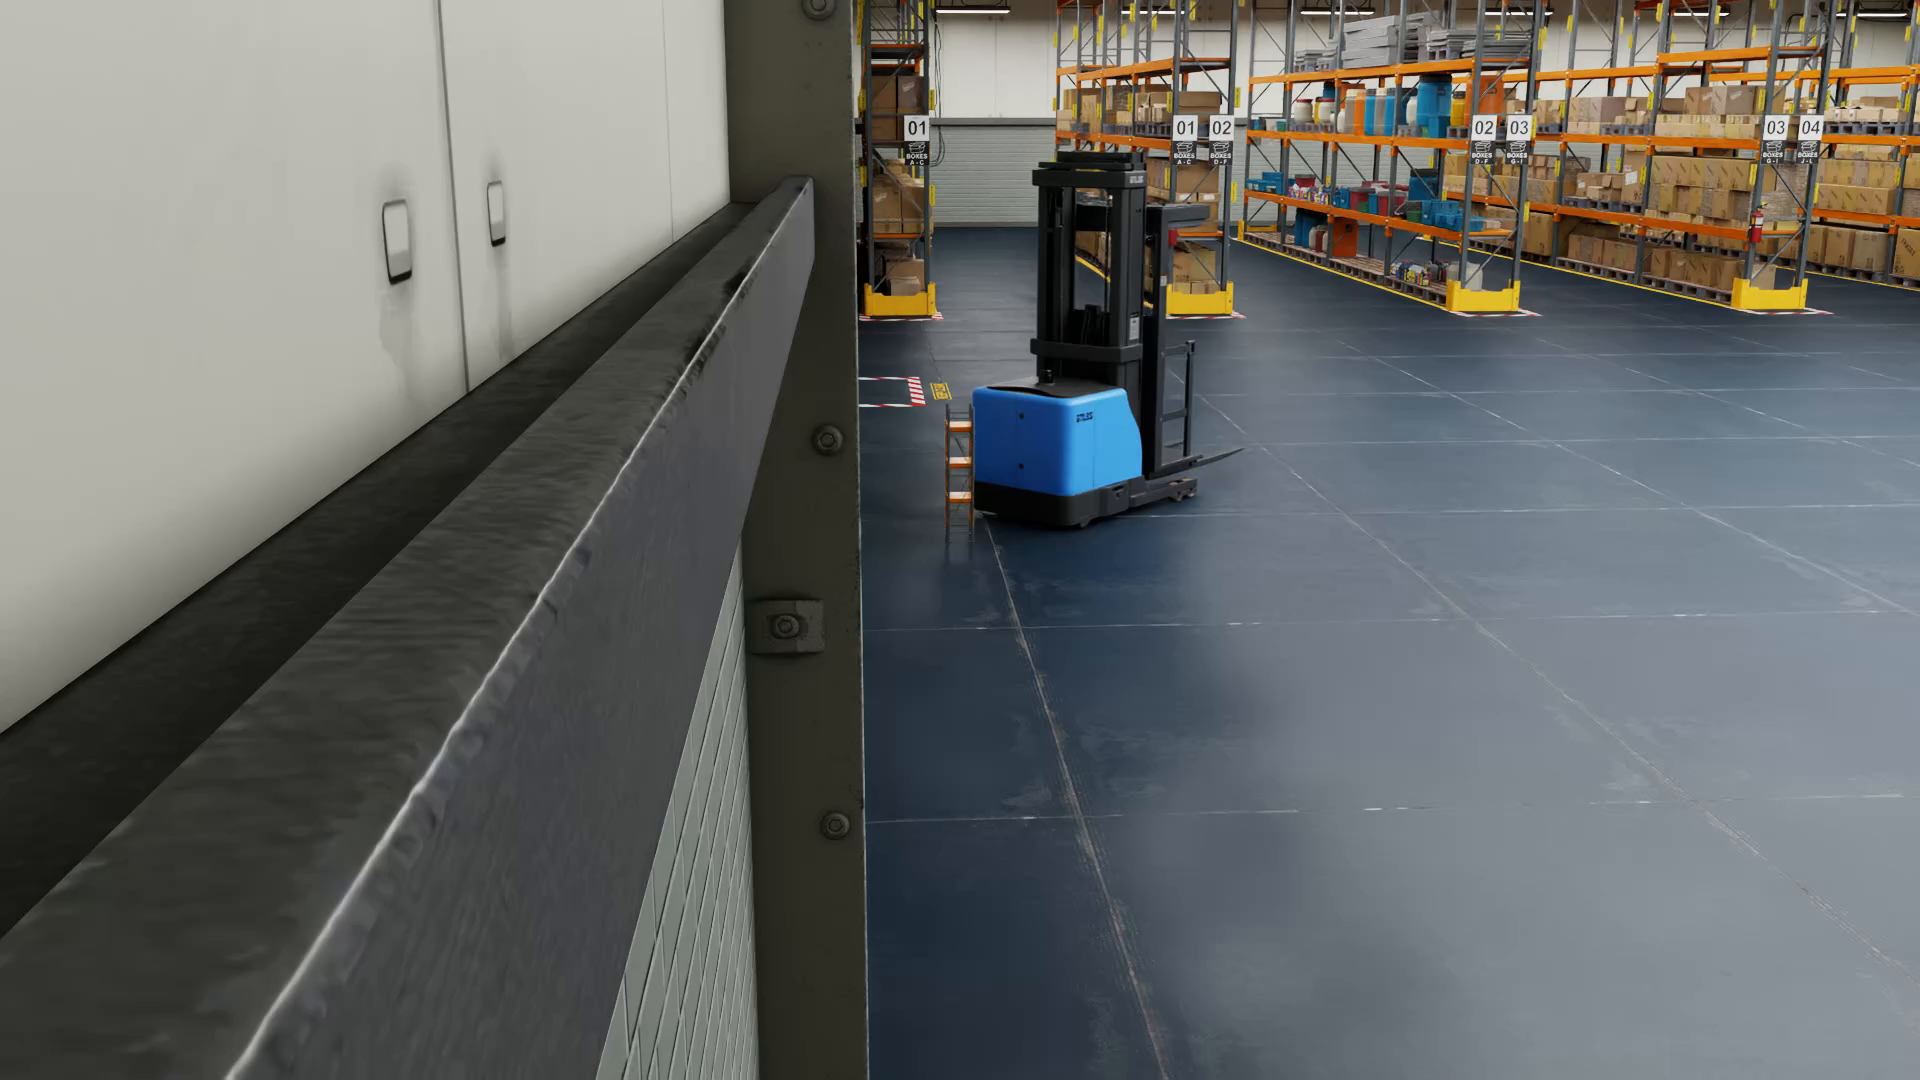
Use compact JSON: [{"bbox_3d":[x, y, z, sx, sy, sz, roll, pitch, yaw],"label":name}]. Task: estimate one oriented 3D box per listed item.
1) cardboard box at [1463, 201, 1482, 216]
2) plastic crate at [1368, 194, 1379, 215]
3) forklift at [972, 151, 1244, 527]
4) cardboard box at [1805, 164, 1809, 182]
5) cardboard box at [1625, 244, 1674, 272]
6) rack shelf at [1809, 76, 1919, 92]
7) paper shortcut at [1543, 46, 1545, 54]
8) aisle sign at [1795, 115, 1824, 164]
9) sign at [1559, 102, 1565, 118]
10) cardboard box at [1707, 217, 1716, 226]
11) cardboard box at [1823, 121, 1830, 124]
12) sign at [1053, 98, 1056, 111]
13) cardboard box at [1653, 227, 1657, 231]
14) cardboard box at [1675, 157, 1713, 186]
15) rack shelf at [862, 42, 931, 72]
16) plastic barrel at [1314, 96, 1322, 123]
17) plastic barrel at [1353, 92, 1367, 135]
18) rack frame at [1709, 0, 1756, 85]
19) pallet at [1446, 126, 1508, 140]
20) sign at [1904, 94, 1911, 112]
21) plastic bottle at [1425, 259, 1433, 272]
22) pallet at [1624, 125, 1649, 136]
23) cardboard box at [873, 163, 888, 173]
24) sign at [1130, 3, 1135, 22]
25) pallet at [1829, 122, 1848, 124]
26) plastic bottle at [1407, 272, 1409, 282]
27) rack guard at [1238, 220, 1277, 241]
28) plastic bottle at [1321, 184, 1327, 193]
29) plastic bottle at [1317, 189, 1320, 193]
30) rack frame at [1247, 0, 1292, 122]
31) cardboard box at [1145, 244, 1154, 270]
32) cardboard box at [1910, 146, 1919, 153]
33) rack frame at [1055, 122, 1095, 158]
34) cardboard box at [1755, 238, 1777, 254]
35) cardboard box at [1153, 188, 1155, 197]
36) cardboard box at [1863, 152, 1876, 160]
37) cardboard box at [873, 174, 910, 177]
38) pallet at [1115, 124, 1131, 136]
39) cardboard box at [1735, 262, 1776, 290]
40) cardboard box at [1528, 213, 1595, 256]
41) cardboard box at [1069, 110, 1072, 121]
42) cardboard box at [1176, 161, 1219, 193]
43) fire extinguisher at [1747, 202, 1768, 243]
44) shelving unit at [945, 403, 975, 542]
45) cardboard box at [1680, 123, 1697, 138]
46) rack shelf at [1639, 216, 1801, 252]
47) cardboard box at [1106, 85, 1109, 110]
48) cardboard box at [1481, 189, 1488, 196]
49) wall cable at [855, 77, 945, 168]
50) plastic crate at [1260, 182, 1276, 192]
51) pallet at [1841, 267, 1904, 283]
[{"bbox_3d":[13.073,-7.958,41.358,0.875,0.875,0.875,-1,14,-3],"label":"cardboard box"},{"bbox_3d":[8.263,-6.590,32.652,0.392,0.384,0.575,-1,14,-3],"label":"plastic crate"},{"bbox_3d":[1.415,-1.825,14.236,1.130,2.935,3.031,12,19,38],"label":"forklift"},{"bbox_3d":[18.312,-7.872,35.394,0.700,0.500,0.500,-1,14,-4],"label":"cardboard box"},{"bbox_3d":[13.569,-5.560,32.751,0.700,0.500,0.500,-2,15,-8],"label":"cardboard box"},{"bbox_3d":[22.857,-11.408,41.552,1.077,0.370,4.000,-1,14,-3],"label":"rack shelf"},{"bbox_3d":[12.732,-10.693,36.246,0.009,0.170,0.078,9,-17,-6],"label":"paper shortcut"},{"bbox_3d":[14.137,-6.658,27.667,0.394,0.787,0.004,-1,14,-3],"label":"aisle sign"},{"bbox_3d":[12.783,-9.135,35.293,0.100,0.325,0.005,-1,14,-3],"label":"sign"},{"bbox_3d":[13.516,-5.667,29.535,0.380,0.149,0.250,-1,14,-3],"label":"cardboard box"},{"bbox_3d":[18.525,-9.098,36.148,0.500,0.500,0.500,-1,14,-3],"label":"cardboard box"},{"bbox_3d":[2.413,-11.105,42.393,0.100,0.325,0.005,-1,14,-3],"label":"sign"},{"bbox_3d":[17.723,-7.881,41.917,0.380,0.149,0.250,0,14,-1],"label":"cardboard box"},{"bbox_3d":[13.423,-6.717,30.309,0.500,0.500,0.500,-1,14,-3],"label":"cardboard box"},{"bbox_3d":[-1.122,-8.233,28.417,1.077,0.370,4.000,-1,14,-3],"label":"rack shelf"},{"bbox_3d":[8.405,-9.841,38.016,0.600,0.588,0.600,0,14,0],"label":"plastic barrel"},{"bbox_3d":[8.269,-8.614,33.603,0.600,0.830,0.708,-1,14,-3],"label":"plastic barrel"},{"bbox_3d":[18.047,-11.351,39.085,1.000,3.000,0.127,-1,14,-3],"label":"rack frame"},{"bbox_3d":[8.936,-6.902,28.191,1.003,0.211,1.213,-1,14,-3],"label":"pallet"},{"bbox_3d":[18.001,-8.301,31.580,0.100,0.325,0.005,-1,14,-3],"label":"sign"},{"bbox_3d":[8.826,-5.101,31.264,0.144,0.351,0.185,-1,14,-3],"label":"plastic bottle"},{"bbox_3d":[13.654,-7.922,32.152,1.213,0.211,1.003,-1,14,-3],"label":"pallet"},{"bbox_3d":[-1.781,-7.844,35.152,0.500,0.250,0.500,0,14,-2],"label":"cardboard box"},{"bbox_3d":[3.157,-9.638,30.391,0.100,0.325,0.005,-1,14,-3],"label":"sign"},{"bbox_3d":[22.789,-10.768,43.014,1.003,0.211,1.213,-1,14,-3],"label":"pallet"},{"bbox_3d":[8.284,-4.861,30.634,0.097,0.201,0.097,0,14,0],"label":"plastic bottle"},{"bbox_3d":[7.884,-8.108,43.536,1.175,0.500,0.348,-1,14,-3],"label":"rack guard"},{"bbox_3d":[8.397,-8.022,38.285,0.144,0.351,0.185,-1,14,-3],"label":"plastic bottle"},{"bbox_3d":[8.005,-7.693,37.141,0.061,0.283,0.133,-1,14,-3],"label":"plastic bottle"},{"bbox_3d":[7.899,-12.218,42.454,1.000,3.000,0.127,-1,14,-3],"label":"rack frame"},{"bbox_3d":[3.509,-4.995,29.589,0.500,0.500,0.500,-1,14,-3],"label":"cardboard box"},{"bbox_3d":[23.220,-9.477,40.330,0.380,0.149,0.250,-1,14,-4],"label":"cardboard box"},{"bbox_3d":[2.954,-9.237,42.908,1.000,3.000,0.127,-1,14,-3],"label":"rack frame"},{"bbox_3d":[17.993,-6.604,36.845,0.500,0.500,0.500,-1,14,-4],"label":"cardboard box"},{"bbox_3d":[3.621,-6.160,29.447,0.380,0.149,0.250,-1,14,-4],"label":"cardboard box"},{"bbox_3d":[22.653,-9.319,41.020,0.500,0.500,0.500,-1,14,-4],"label":"cardboard box"},{"bbox_3d":[-1.393,-7.176,33.815,0.700,0.500,0.500,-2,15,-9],"label":"cardboard box"},{"bbox_3d":[3.654,-8.163,33.094,1.003,0.211,1.213,0,14,-1],"label":"pallet"},{"bbox_3d":[13.811,-4.558,28.897,0.500,0.500,0.500,2,15,7],"label":"cardboard box"},{"bbox_3d":[13.316,-6.746,36.647,1.225,0.875,0.875,-2,15,-6],"label":"cardboard box"},{"bbox_3d":[2.874,-10.106,39.561,0.500,0.250,0.500,-1,14,-3],"label":"cardboard box"},{"bbox_3d":[3.926,-6.064,27.772,0.700,0.500,0.500,-1,14,-3],"label":"cardboard box"},{"bbox_3d":[13.380,-5.337,27.905,0.296,0.674,0.183,-1,14,-3],"label":"fire extinguisher"},{"bbox_3d":[-0.003,-0.522,12.947,0.215,1.050,0.252,-1,14,-3],"label":"shelving unit"},{"bbox_3d":[13.416,-7.414,30.102,0.500,0.250,0.500,-1,15,-6],"label":"cardboard box"},{"bbox_3d":[13.709,-5.559,30.056,1.077,0.370,4.000,-1,14,-3],"label":"rack shelf"},{"bbox_3d":[3.398,-9.468,35.579,0.500,0.500,0.500,-1,14,-3],"label":"cardboard box"},{"bbox_3d":[12.744,-8.344,39.939,0.380,0.149,0.250,-1,14,-3],"label":"cardboard box"},{"bbox_3d":[-1.983,-11.974,47.735,3.097,2.526,0.112,-1,14,-3],"label":"wall cable"},{"bbox_3d":[7.685,-8.792,41.394,0.416,0.233,0.300,-1,14,-3],"label":"plastic crate"},{"bbox_3d":[18.419,-5.297,33.188,1.003,0.211,1.213,-1,14,-3],"label":"pallet"}]
